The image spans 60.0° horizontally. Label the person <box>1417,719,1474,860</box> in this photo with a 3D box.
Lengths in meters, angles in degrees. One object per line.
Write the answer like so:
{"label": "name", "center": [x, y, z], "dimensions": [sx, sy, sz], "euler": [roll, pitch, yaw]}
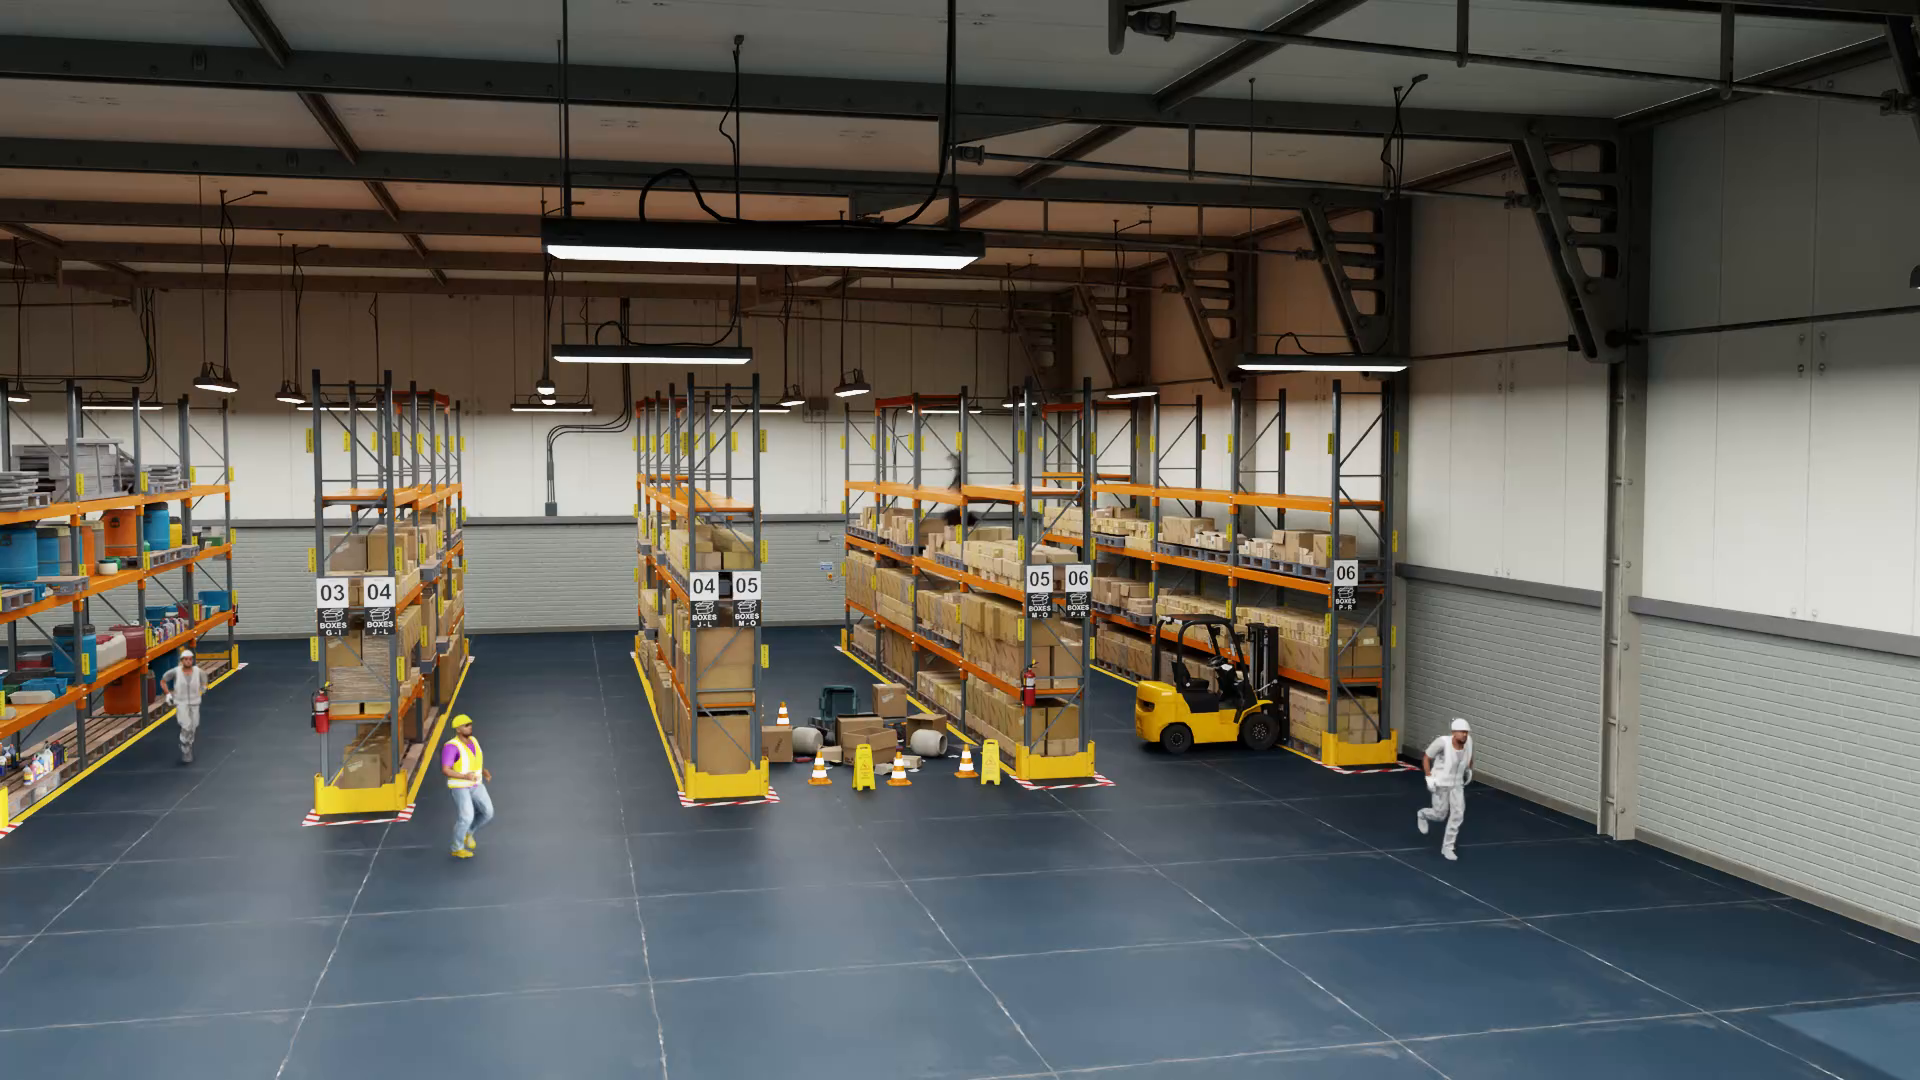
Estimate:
{"label": "person", "center": [5.928, 2.993, 20.349], "dimensions": [0.682, 1.721, 0.935], "euler": [-1, 4, -22]}

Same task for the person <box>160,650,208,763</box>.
{"label": "person", "center": [-12.144, 2.619, 26.107], "dimensions": [0.656, 1.791, 0.767], "euler": [-3, 4, -38]}

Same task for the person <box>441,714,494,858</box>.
{"label": "person", "center": [-5.931, 2.974, 20.128], "dimensions": [0.582, 1.728, 0.737], "euler": [2, 4, 26]}
